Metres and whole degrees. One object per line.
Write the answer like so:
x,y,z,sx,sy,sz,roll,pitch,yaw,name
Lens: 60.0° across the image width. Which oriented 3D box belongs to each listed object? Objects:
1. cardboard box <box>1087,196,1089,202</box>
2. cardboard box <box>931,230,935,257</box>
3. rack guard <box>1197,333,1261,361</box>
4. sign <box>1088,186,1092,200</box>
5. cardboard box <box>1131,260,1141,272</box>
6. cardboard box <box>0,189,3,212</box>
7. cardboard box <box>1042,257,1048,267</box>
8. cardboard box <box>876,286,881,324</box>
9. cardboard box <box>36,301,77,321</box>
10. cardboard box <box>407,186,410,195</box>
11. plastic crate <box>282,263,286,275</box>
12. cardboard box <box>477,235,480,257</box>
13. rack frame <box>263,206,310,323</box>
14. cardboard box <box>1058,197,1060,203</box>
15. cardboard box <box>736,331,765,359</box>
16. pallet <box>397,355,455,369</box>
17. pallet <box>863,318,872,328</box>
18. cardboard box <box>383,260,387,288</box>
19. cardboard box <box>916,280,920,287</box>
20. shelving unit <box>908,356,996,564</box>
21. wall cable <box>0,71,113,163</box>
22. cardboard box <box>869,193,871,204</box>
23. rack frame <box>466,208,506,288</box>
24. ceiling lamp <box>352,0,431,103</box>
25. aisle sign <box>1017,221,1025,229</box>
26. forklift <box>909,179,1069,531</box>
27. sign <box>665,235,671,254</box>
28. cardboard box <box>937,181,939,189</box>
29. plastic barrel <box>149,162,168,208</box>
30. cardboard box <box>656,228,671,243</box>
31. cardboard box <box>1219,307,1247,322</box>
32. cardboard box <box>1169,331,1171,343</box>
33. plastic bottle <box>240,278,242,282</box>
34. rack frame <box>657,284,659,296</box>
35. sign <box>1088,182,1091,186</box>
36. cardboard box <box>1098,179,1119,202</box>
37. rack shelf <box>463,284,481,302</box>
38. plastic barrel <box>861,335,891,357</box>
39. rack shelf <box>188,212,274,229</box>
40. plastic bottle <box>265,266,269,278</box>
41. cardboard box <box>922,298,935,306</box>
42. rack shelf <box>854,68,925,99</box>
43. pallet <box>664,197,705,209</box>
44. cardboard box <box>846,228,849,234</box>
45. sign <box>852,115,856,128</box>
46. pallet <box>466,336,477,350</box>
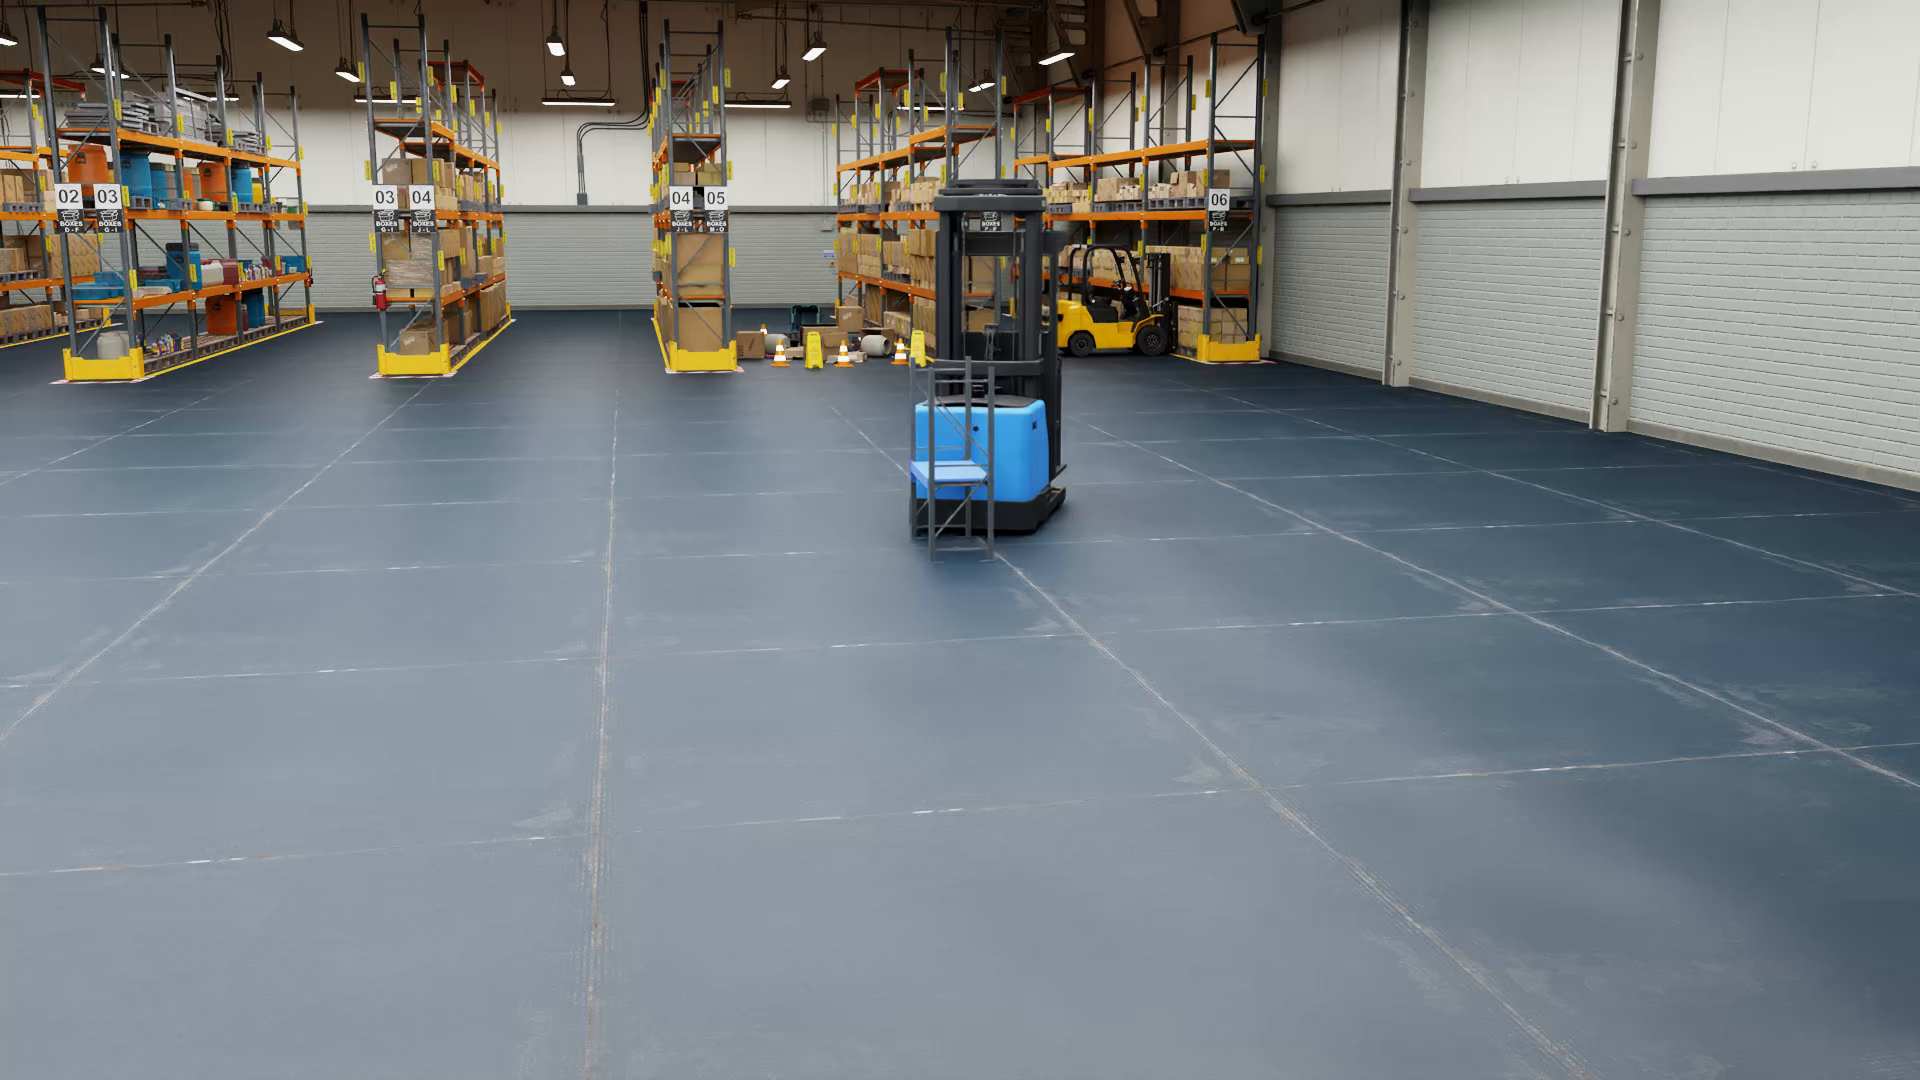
3.223,-8.074,39.409,0.380,0.149,0.250,-2,11,-12,cardboard box
-0.157,-5.591,31.312,0.700,0.500,0.500,-2,11,-10,cardboard box
5.120,-3.675,31.665,1.175,0.500,0.348,-2,11,-11,rack guard
3.027,-8.082,38.733,0.100,0.325,0.005,-2,11,-11,sign
3.991,-5.893,35.701,0.500,0.250,0.500,-2,11,-12,cardboard box
-21.066,-7.263,35.546,0.910,0.500,0.500,-2,11,-11,cardboard box
2.443,-7.265,43.448,0.500,0.250,0.500,-2,11,-10,cardboard box
-1.531,-5.649,39.913,0.875,0.875,0.875,-2,11,-10,cardboard box
-21.896,-5.541,40.285,0.797,0.503,0.637,-2,11,-11,cardboard box
-9.300,-6.020,28.615,0.380,0.149,0.250,-2,11,-11,cardboard box
-16.782,-6.644,40.738,0.437,0.282,0.530,-2,11,-11,plastic crate
-11.417,-6.752,38.196,0.797,0.503,0.637,-2,11,-9,cardboard box
-17.444,-7.120,43.081,1.000,3.000,0.127,-2,11,-11,rack frame
2.650,-8.457,41.365,0.380,0.149,0.250,-2,11,-12,cardboard box
-4.058,-3.787,32.248,0.500,0.500,0.500,0,11,-1,cardboard box
-9.612,-3.160,29.733,1.003,0.211,1.213,-2,11,-11,pallet
-1.863,-5.418,41.598,1.003,0.211,1.213,-2,11,-11,pallet
-9.769,-4.750,29.566,0.875,0.500,0.500,-2,11,-11,cardboard box
-0.684,-5.222,33.782,0.380,0.149,0.250,-2,11,-9,cardboard box
-0.074,-0.654,13.122,0.538,1.500,1.048,-2,11,-9,shelving unit
-25.258,-11.811,46.480,3.097,2.526,0.112,-2,11,-11,wall cable
-1.920,-8.047,39.165,0.396,0.266,0.258,-2,11,-12,cardboard box
-12.586,-7.300,44.027,1.000,3.000,0.127,-2,11,-11,rack frame
-15.496,-13.518,45.042,2.000,3.185,0.800,-2,11,-11,ceiling lamp
1.702,-9.120,46.639,0.394,0.787,0.004,-2,11,-11,aisle sign
0.372,-1.742,15.007,1.130,2.935,3.031,2,11,11,forklift
-5.124,-5.195,29.239,0.100,0.325,0.005,-2,11,-11,sign
-0.228,-6.707,31.430,0.380,0.149,0.250,-2,11,-11,cardboard box
-15.422,-6.724,31.639,0.600,0.901,0.708,-2,11,-11,plastic barrel
-7.279,-7.491,41.294,0.500,0.500,0.500,-3,11,-13,cardboard box
5.207,-4.349,32.079,0.500,0.250,0.500,-2,11,-12,cardboard box
4.415,-4.115,33.526,0.500,0.250,0.500,-2,11,-9,cardboard box
-15.674,-5.748,36.187,0.061,0.283,0.133,-2,11,-11,plastic bottle
-7.701,-7.462,44.877,1.000,3.000,0.127,-2,11,-11,rack frame
3.325,-9.050,42.762,0.100,0.325,0.005,-2,11,-11,sign
3.461,-8.011,38.081,0.500,0.500,0.500,-2,11,-11,cardboard box
-10.641,-5.112,34.458,1.077,0.370,4.000,-2,11,-11,rack shelf
-1.640,-3.784,32.445,0.512,0.421,0.421,6,12,28,plastic barrel
-16.277,-7.139,37.086,1.077,0.370,4.000,-2,11,-11,rack shelf
-16.272,-6.265,38.920,0.152,0.276,0.135,-2,11,-11,plastic bottle
-0.559,-4.715,32.939,0.380,0.149,0.250,-1,11,-8,cardboard box
-1.698,-10.786,39.335,1.077,0.370,4.000,-2,11,-11,rack shelf
-5.218,-6.540,32.252,1.003,0.211,1.213,-2,11,-11,pallet
-2.807,-8.158,43.860,0.380,0.149,0.250,-2,11,-12,cardboard box
-2.636,-10.395,41.321,0.100,0.325,0.005,-2,11,-11,sign
-10.645,-4.096,34.653,1.003,0.211,1.213,-2,11,-11,pallet
